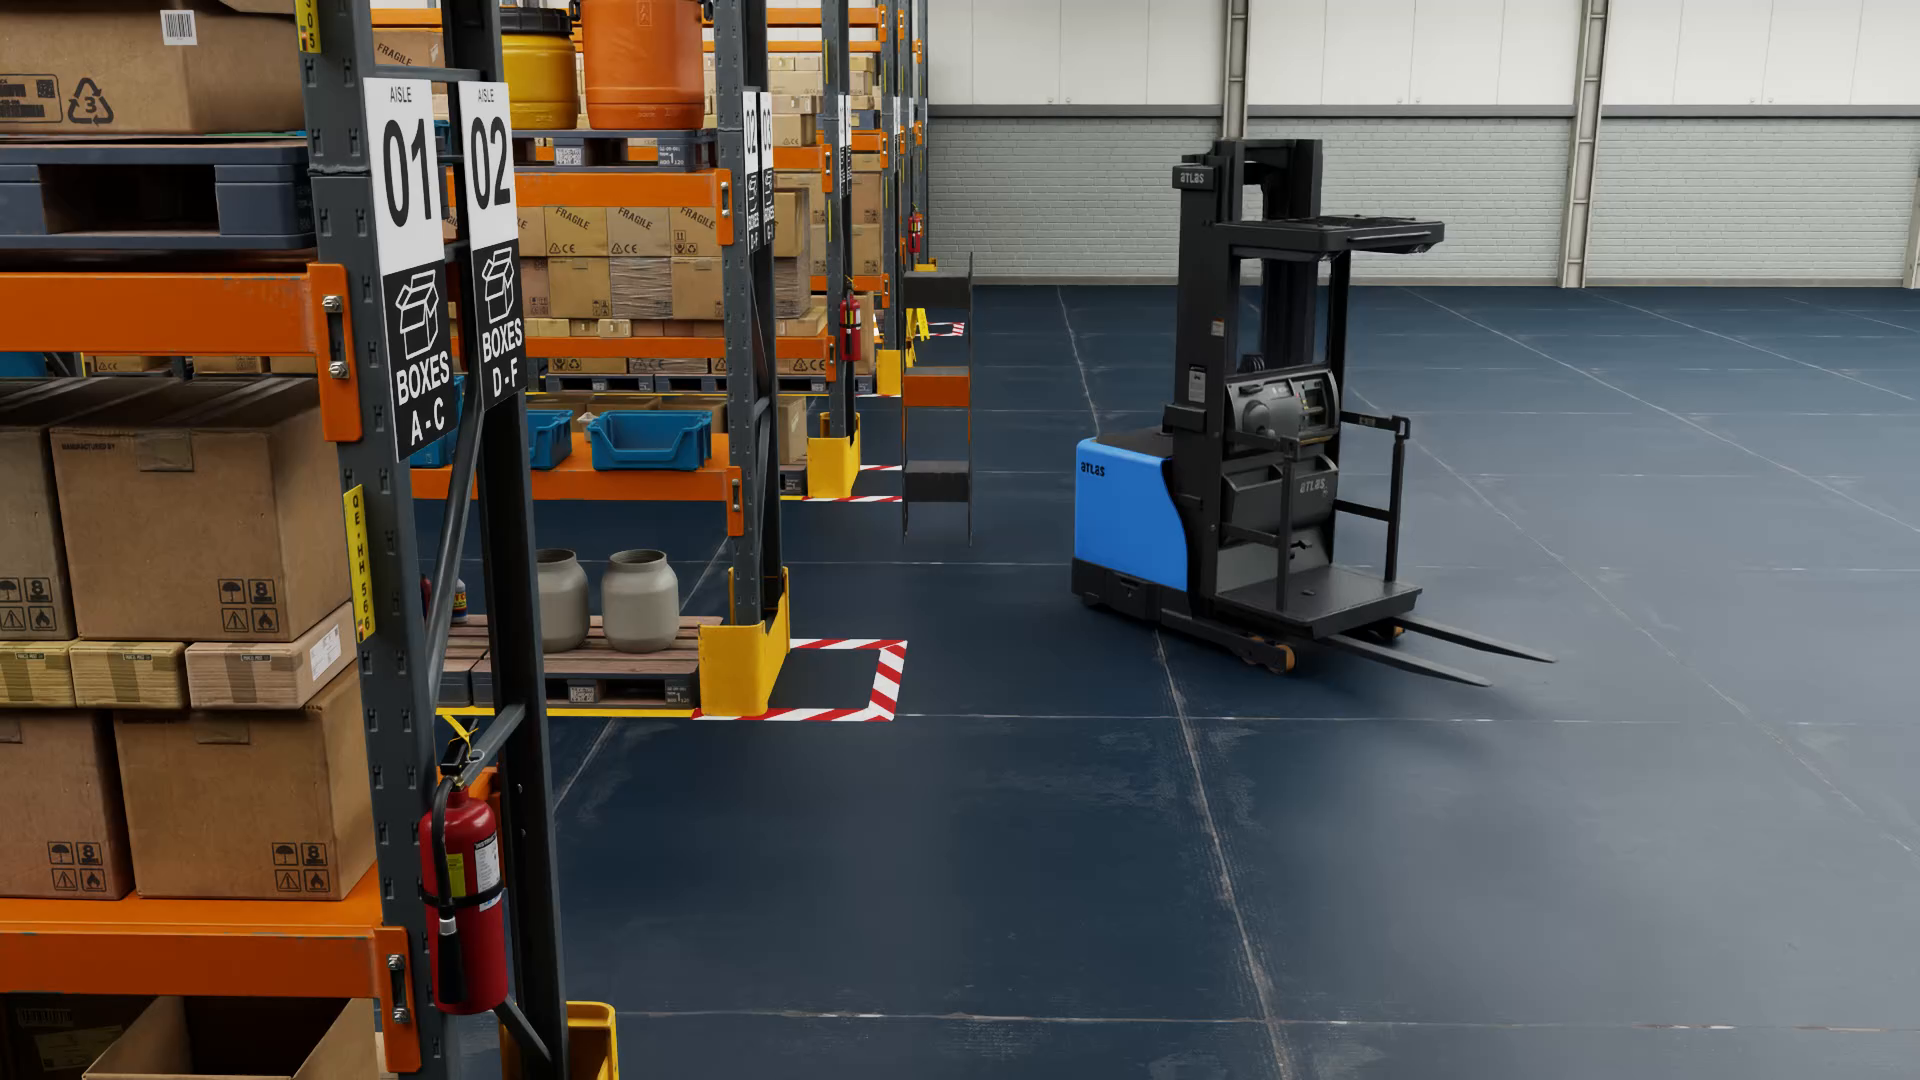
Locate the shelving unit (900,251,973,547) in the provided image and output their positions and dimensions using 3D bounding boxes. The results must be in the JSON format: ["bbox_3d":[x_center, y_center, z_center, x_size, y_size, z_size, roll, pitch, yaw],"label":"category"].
[{"bbox_3d":[-0.165,-1.016,12.076,0.503,2.100,0.431,0,15,1],"label":"shelving unit"}]

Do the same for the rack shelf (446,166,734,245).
[{"bbox_3d":[-3.116,-1.792,8.783,4.000,0.370,1.077,0,15,1],"label":"rack shelf"}]

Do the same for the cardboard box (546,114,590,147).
[{"bbox_3d":[-2.993,-3.266,13.253,0.500,0.250,0.500,0,15,0],"label":"cardboard box"}]

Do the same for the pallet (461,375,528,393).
[{"bbox_3d":[-5.534,-1.868,19.005,1.213,0.211,1.003,0,15,1],"label":"pallet"}]

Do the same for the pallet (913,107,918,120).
[{"bbox_3d":[-1.320,-7.152,27.861,1.213,0.211,1.003,0,15,1],"label":"pallet"}]

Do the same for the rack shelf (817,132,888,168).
[{"bbox_3d":[-2.761,-4.320,18.363,4.000,0.370,1.077,0,15,1],"label":"rack shelf"}]

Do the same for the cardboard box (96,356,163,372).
[{"bbox_3d":[-9.424,-2.188,18.831,0.500,0.500,0.500,0,15,1],"label":"cardboard box"}]

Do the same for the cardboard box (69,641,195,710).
[{"bbox_3d":[-1.895,0.269,3.972,0.250,0.149,0.380,1,15,3],"label":"cardboard box"}]

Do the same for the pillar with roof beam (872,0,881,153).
[{"bbox_3d":[-1.397,-7.770,24.151,0.400,9.000,9.100,0,15,1],"label":"pillar with roof beam"}]

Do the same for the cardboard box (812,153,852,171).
[{"bbox_3d":[-1.759,-5.096,23.035,0.500,0.500,0.700,1,15,2],"label":"cardboard box"}]

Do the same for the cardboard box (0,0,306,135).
[{"bbox_3d":[-1.821,-1.189,3.788,0.637,0.503,0.797,1,15,5],"label":"cardboard box"}]

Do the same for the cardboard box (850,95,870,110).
[{"bbox_3d":[-1.103,-4.700,17.868,0.250,0.149,0.380,0,15,1],"label":"cardboard box"}]

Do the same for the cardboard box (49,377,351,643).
[{"bbox_3d":[-1.766,-0.096,4.084,0.500,0.500,0.700,0,15,2],"label":"cardboard box"}]

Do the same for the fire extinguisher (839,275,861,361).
[{"bbox_3d":[-0.887,-1.784,13.374,0.183,0.674,0.296,0,15,1],"label":"fire extinguisher"}]

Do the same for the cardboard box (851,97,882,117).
[{"bbox_3d":[-1.255,-5.923,22.742,0.500,0.250,0.500,0,15,1],"label":"cardboard box"}]

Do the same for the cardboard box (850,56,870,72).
[{"bbox_3d":[-1.108,-5.086,17.766,0.250,0.149,0.380,1,15,2],"label":"cardboard box"}]

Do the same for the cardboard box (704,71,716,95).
[{"bbox_3d":[-2.764,-4.919,17.918,0.500,0.250,0.500,1,15,2],"label":"cardboard box"}]

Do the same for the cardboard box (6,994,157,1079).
[{"bbox_3d":[-2.277,1.287,4.677,0.500,0.500,0.500,0,15,1],"label":"cardboard box"}]

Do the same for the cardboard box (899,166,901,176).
[{"bbox_3d":[-0.977,-6.187,27.861,0.250,0.149,0.380,0,15,2],"label":"cardboard box"}]

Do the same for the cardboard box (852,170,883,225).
[{"bbox_3d":[-1.132,-3.811,18.494,0.550,0.550,0.875,0,15,1],"label":"cardboard box"}]

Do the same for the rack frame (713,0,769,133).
[{"bbox_3d":[-1.116,-3.577,8.260,0.127,3.000,1.000,0,15,1],"label":"rack frame"}]

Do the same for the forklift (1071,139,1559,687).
[{"bbox_3d":[2.036,-0.799,9.625,1.130,2.935,3.031,-12,19,-37],"label":"forklift"}]

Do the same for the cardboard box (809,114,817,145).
[{"bbox_3d":[-1.465,-3.387,13.711,0.500,0.250,0.500,1,15,3],"label":"cardboard box"}]

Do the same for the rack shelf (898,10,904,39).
[{"bbox_3d":[-2.736,-7.031,22.768,4.000,0.370,1.077,0,15,1],"label":"rack shelf"}]

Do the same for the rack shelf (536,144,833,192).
[{"bbox_3d":[-2.989,-3.055,13.571,4.000,0.370,1.077,0,15,1],"label":"rack shelf"}]

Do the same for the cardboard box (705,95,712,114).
[{"bbox_3d":[-2.060,-3.434,13.107,0.250,0.149,0.380,0,15,2],"label":"cardboard box"}]

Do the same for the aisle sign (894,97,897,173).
[{"bbox_3d":[-0.699,-4.384,17.981,0.004,0.787,0.394,0,15,1],"label":"aisle sign"}]

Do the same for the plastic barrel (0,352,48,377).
[{"bbox_3d":[-5.494,-1.025,9.362,0.708,0.901,0.600,0,15,1],"label":"plastic barrel"}]

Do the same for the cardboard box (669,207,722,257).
[{"bbox_3d":[-2.046,-2.558,13.416,0.500,0.500,0.500,0,15,1],"label":"cardboard box"}]

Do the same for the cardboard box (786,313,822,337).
[{"bbox_3d":[-1.280,-1.768,13.652,0.250,0.149,0.380,0,15,1],"label":"cardboard box"}]

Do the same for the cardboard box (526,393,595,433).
[{"bbox_3d":[-3.394,-0.962,14.182,0.500,0.500,0.500,-1,15,-4],"label":"cardboard box"}]

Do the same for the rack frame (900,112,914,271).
[{"bbox_3d":[-0.737,-4.467,23.391,0.127,3.000,1.000,0,15,1],"label":"rack frame"}]

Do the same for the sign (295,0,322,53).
[{"bbox_3d":[-1.274,-1.115,3.227,0.005,0.325,0.100,0,15,1],"label":"sign"}]

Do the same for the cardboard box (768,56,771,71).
[{"bbox_3d":[-2.122,-5.092,17.792,0.250,0.149,0.380,0,15,2],"label":"cardboard box"}]

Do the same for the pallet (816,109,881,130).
[{"bbox_3d":[-1.504,-4.614,18.241,1.213,0.211,1.003,0,15,1],"label":"pallet"}]

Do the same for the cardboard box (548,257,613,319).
[{"bbox_3d":[-3.040,-2.136,13.776,0.500,0.500,0.875,0,15,1],"label":"cardboard box"}]

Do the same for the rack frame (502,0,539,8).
[{"bbox_3d":[-4.761,-6.131,17.938,0.127,3.000,1.000,0,15,1],"label":"rack frame"}]

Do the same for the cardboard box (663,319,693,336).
[{"bbox_3d":[-2.280,-1.776,13.682,0.250,0.149,0.380,0,15,1],"label":"cardboard box"}]

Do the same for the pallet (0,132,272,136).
[{"bbox_3d":[-4.391,-2.082,8.842,1.003,0.211,1.213,0,15,1],"label":"pallet"}]

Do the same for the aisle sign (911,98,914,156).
[{"bbox_3d":[-0.667,-5.803,23.358,0.004,0.787,0.394,0,15,1],"label":"aisle sign"}]

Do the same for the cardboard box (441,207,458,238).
[{"bbox_3d":[-4.045,-2.571,13.465,0.500,0.500,0.500,0,15,1],"label":"cardboard box"}]

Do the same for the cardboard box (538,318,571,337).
[{"bbox_3d":[-3.281,-1.760,13.623,0.250,0.149,0.380,0,15,1],"label":"cardboard box"}]

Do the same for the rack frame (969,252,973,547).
[{"bbox_3d":[0.078,-1.015,12.070,0.015,2.100,0.400,0,15,1],"label":"rack frame"}]

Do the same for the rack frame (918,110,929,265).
[{"bbox_3d":[-0.614,-5.733,28.189,0.127,3.000,1.000,0,15,1],"label":"rack frame"}]

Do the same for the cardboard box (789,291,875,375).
[{"bbox_3d":[-1.442,-2.367,18.775,0.875,0.875,0.875,0,15,2],"label":"cardboard box"}]

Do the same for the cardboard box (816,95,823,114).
[{"bbox_3d":[-1.259,-3.571,13.628,0.250,0.149,0.380,0,15,1],"label":"cardboard box"}]

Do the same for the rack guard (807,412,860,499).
[{"bbox_3d":[-1.066,-0.732,14.133,0.348,0.500,1.175,0,15,1],"label":"rack guard"}]

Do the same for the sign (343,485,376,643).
[{"bbox_3d":[-1.274,0.050,3.535,0.005,0.325,0.100,0,15,1],"label":"sign"}]

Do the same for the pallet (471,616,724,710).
[{"bbox_3d":[-2.006,0.676,9.362,1.213,0.211,1.003,0,15,1],"label":"pallet"}]

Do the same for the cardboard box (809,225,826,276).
[{"bbox_3d":[-1.685,-3.265,18.543,0.550,0.550,0.875,0,15,1],"label":"cardboard box"}]

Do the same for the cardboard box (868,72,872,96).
[{"bbox_3d":[-1.238,-5.046,18.396,0.500,0.250,0.500,0,15,1],"label":"cardboard box"}]

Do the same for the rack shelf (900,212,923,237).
[{"bbox_3d":[-2.613,-5.398,28.331,4.000,0.370,1.077,0,15,1],"label":"rack shelf"}]

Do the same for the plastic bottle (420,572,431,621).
[{"bbox_3d":[-3.147,0.327,9.685,0.133,0.283,0.061,1,15,2],"label":"plastic bottle"}]

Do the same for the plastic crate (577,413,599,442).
[{"bbox_3d":[-2.003,-0.637,9.392,0.250,0.136,0.298,0,15,1],"label":"plastic crate"}]

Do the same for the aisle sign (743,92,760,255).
[{"bbox_3d":[-1.052,-1.857,8.404,0.004,0.787,0.394,0,15,1],"label":"aisle sign"}]
